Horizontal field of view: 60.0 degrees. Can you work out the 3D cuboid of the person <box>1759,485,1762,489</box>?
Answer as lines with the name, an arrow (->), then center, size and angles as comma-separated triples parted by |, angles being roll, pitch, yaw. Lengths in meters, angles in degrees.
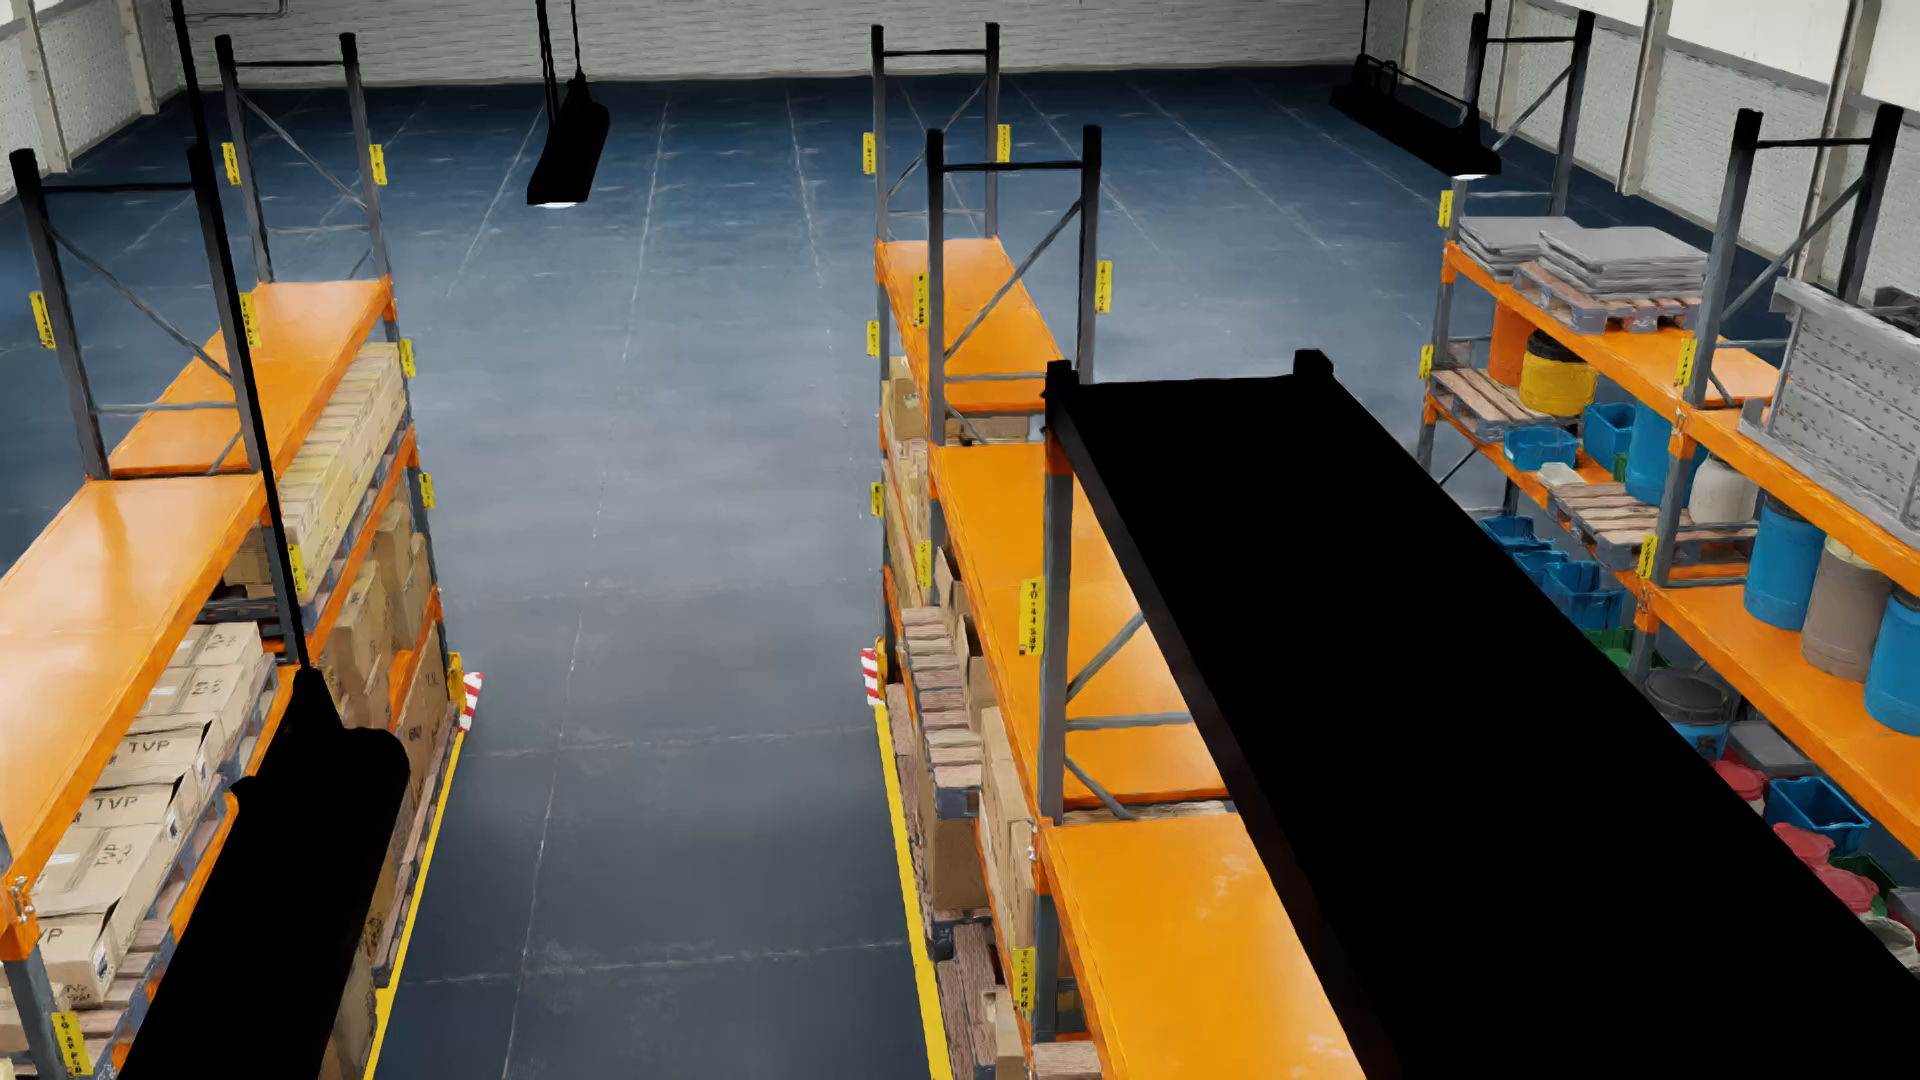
person -> 8.549, -0.773, 18.202 | 0.378, 1.637, 0.614 | -10, 27, -20
